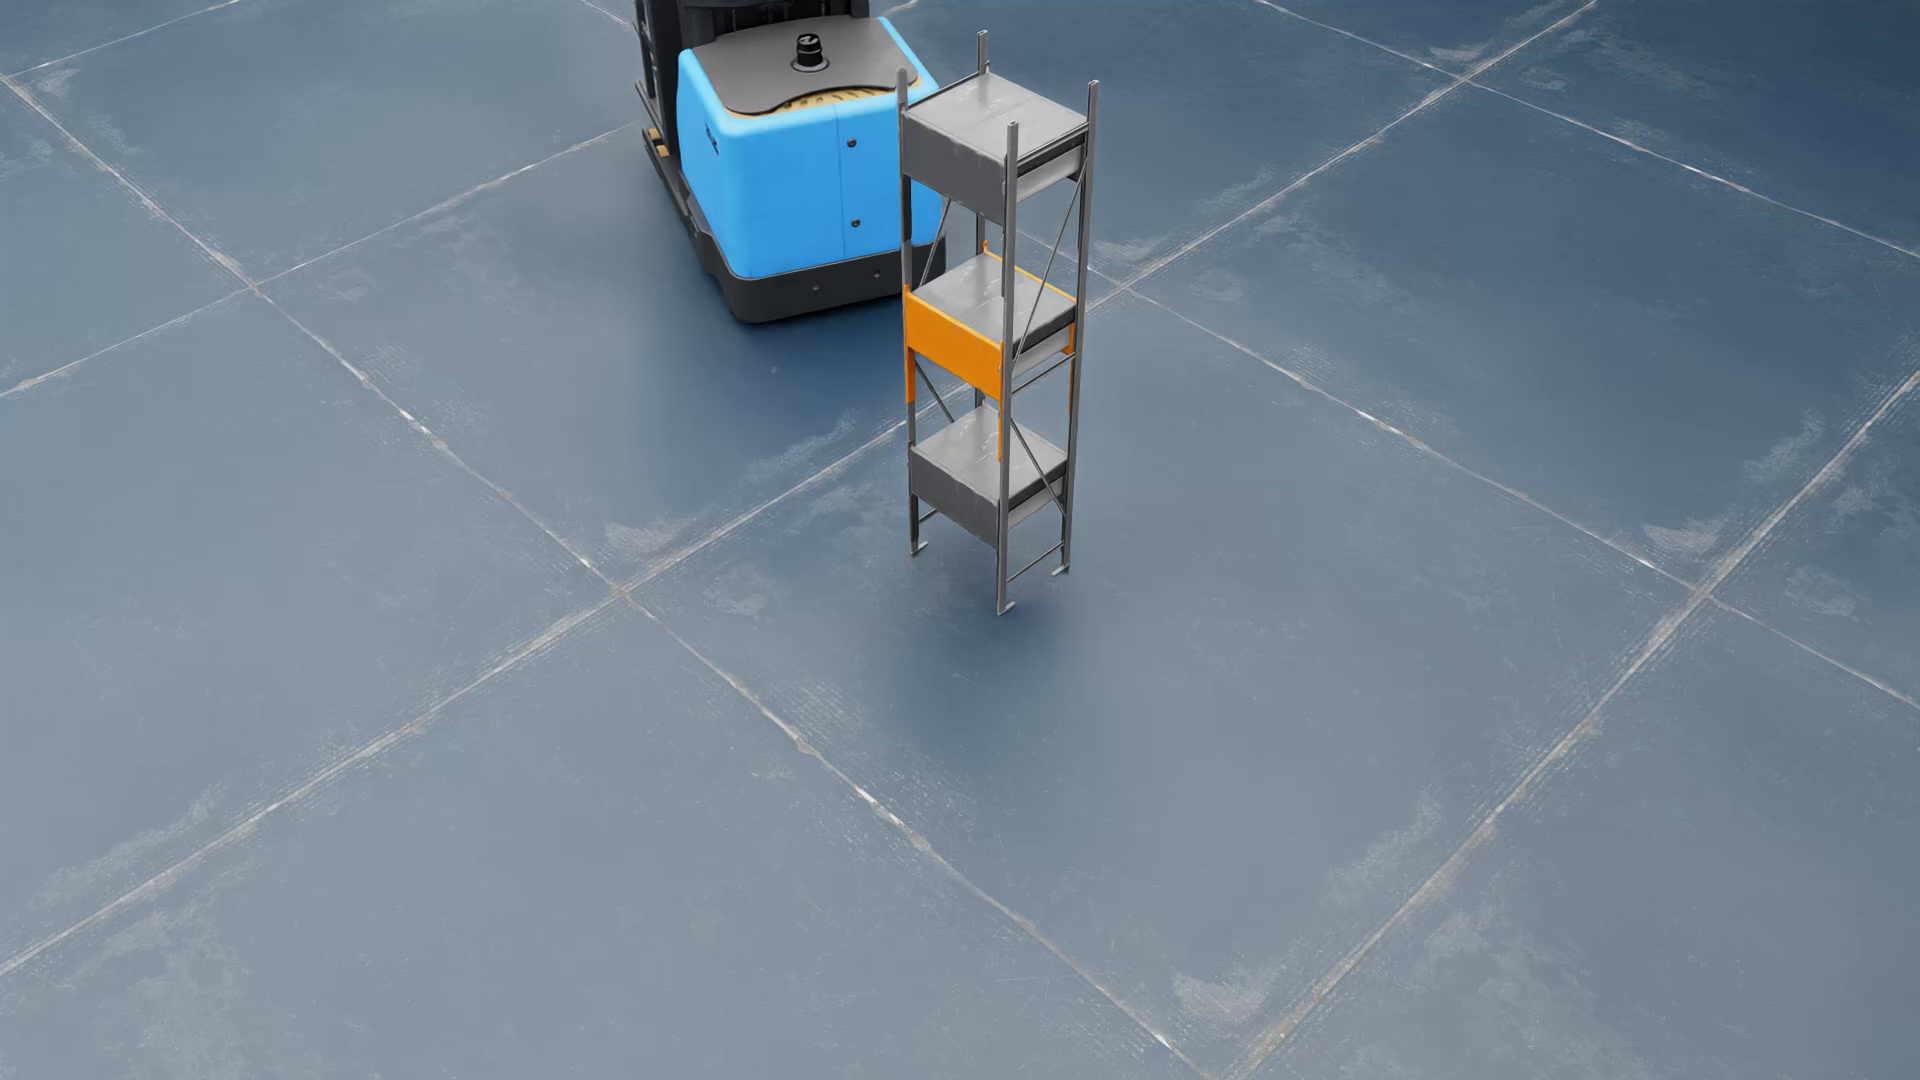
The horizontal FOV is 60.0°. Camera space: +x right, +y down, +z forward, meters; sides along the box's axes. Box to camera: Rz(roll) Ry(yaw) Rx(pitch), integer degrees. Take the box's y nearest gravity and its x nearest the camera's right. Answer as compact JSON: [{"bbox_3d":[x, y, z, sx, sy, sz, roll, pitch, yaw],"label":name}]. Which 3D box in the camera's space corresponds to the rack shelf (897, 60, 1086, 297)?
[{"bbox_3d":[0.117,-1.196,5.486,0.431,0.518,0.480,-34,53,-31],"label":"rack shelf"}]

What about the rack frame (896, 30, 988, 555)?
[{"bbox_3d":[-0.055,-0.809,6.078,0.400,2.100,0.015,-34,53,-31],"label":"rack frame"}]

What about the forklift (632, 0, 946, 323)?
[{"bbox_3d":[-1.064,-3.099,7.944,1.130,2.935,3.031,-14,45,-15],"label":"forklift"}]

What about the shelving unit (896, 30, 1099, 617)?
[{"bbox_3d":[0.117,-0.692,5.951,0.431,2.100,0.503,-34,53,-31],"label":"shelving unit"}]

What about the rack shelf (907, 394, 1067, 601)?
[{"bbox_3d":[0.117,-0.167,6.436,0.431,0.518,0.480,-34,53,-31],"label":"rack shelf"}]

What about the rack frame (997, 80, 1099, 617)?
[{"bbox_3d":[0.289,-0.574,5.824,0.400,2.100,0.015,-34,53,-31],"label":"rack frame"}]

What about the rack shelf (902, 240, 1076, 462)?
[{"bbox_3d":[0.117,-0.682,5.961,0.431,0.518,0.480,-34,53,-31],"label":"rack shelf"}]
